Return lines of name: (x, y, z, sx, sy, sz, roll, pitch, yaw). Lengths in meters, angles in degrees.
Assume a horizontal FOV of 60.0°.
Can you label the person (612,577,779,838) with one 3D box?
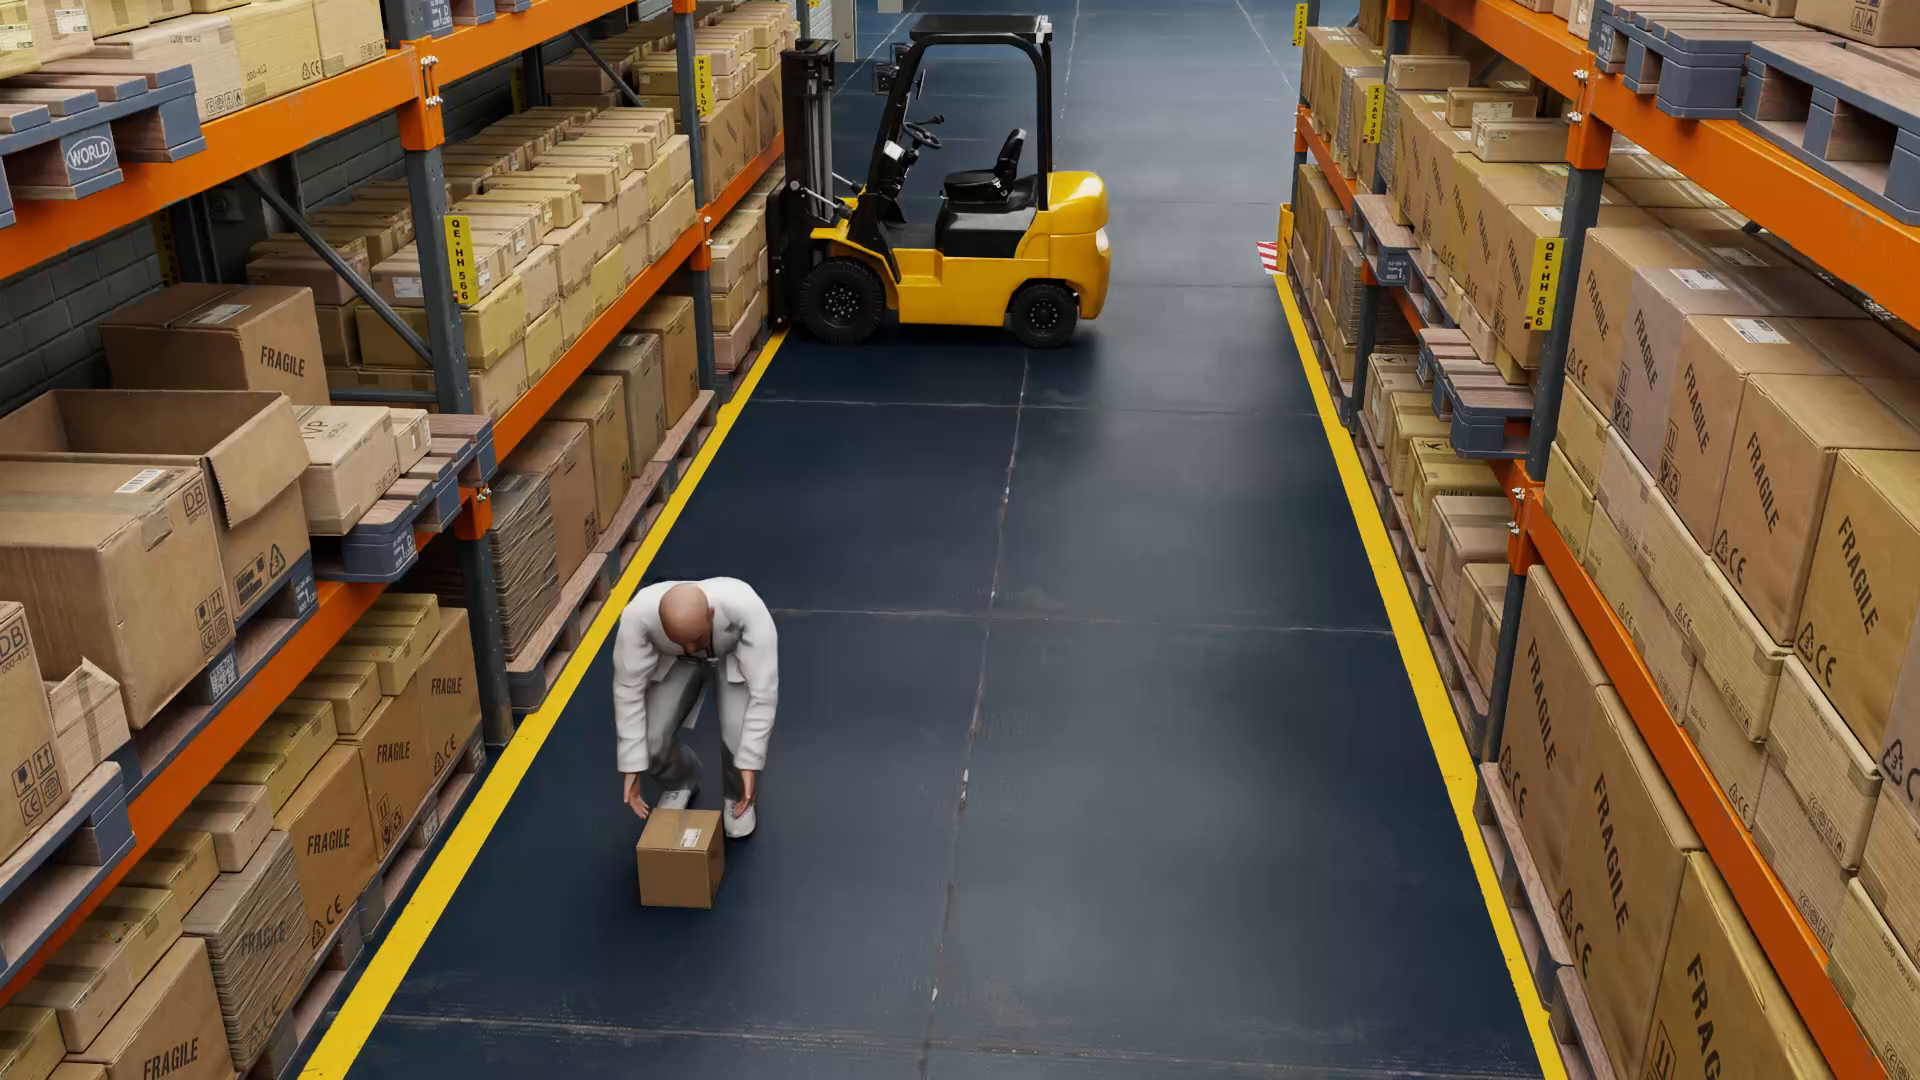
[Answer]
person: (-0.948, 0.555, 6.151, 0.613, 1.153, 0.842, 2, 24, 5)
